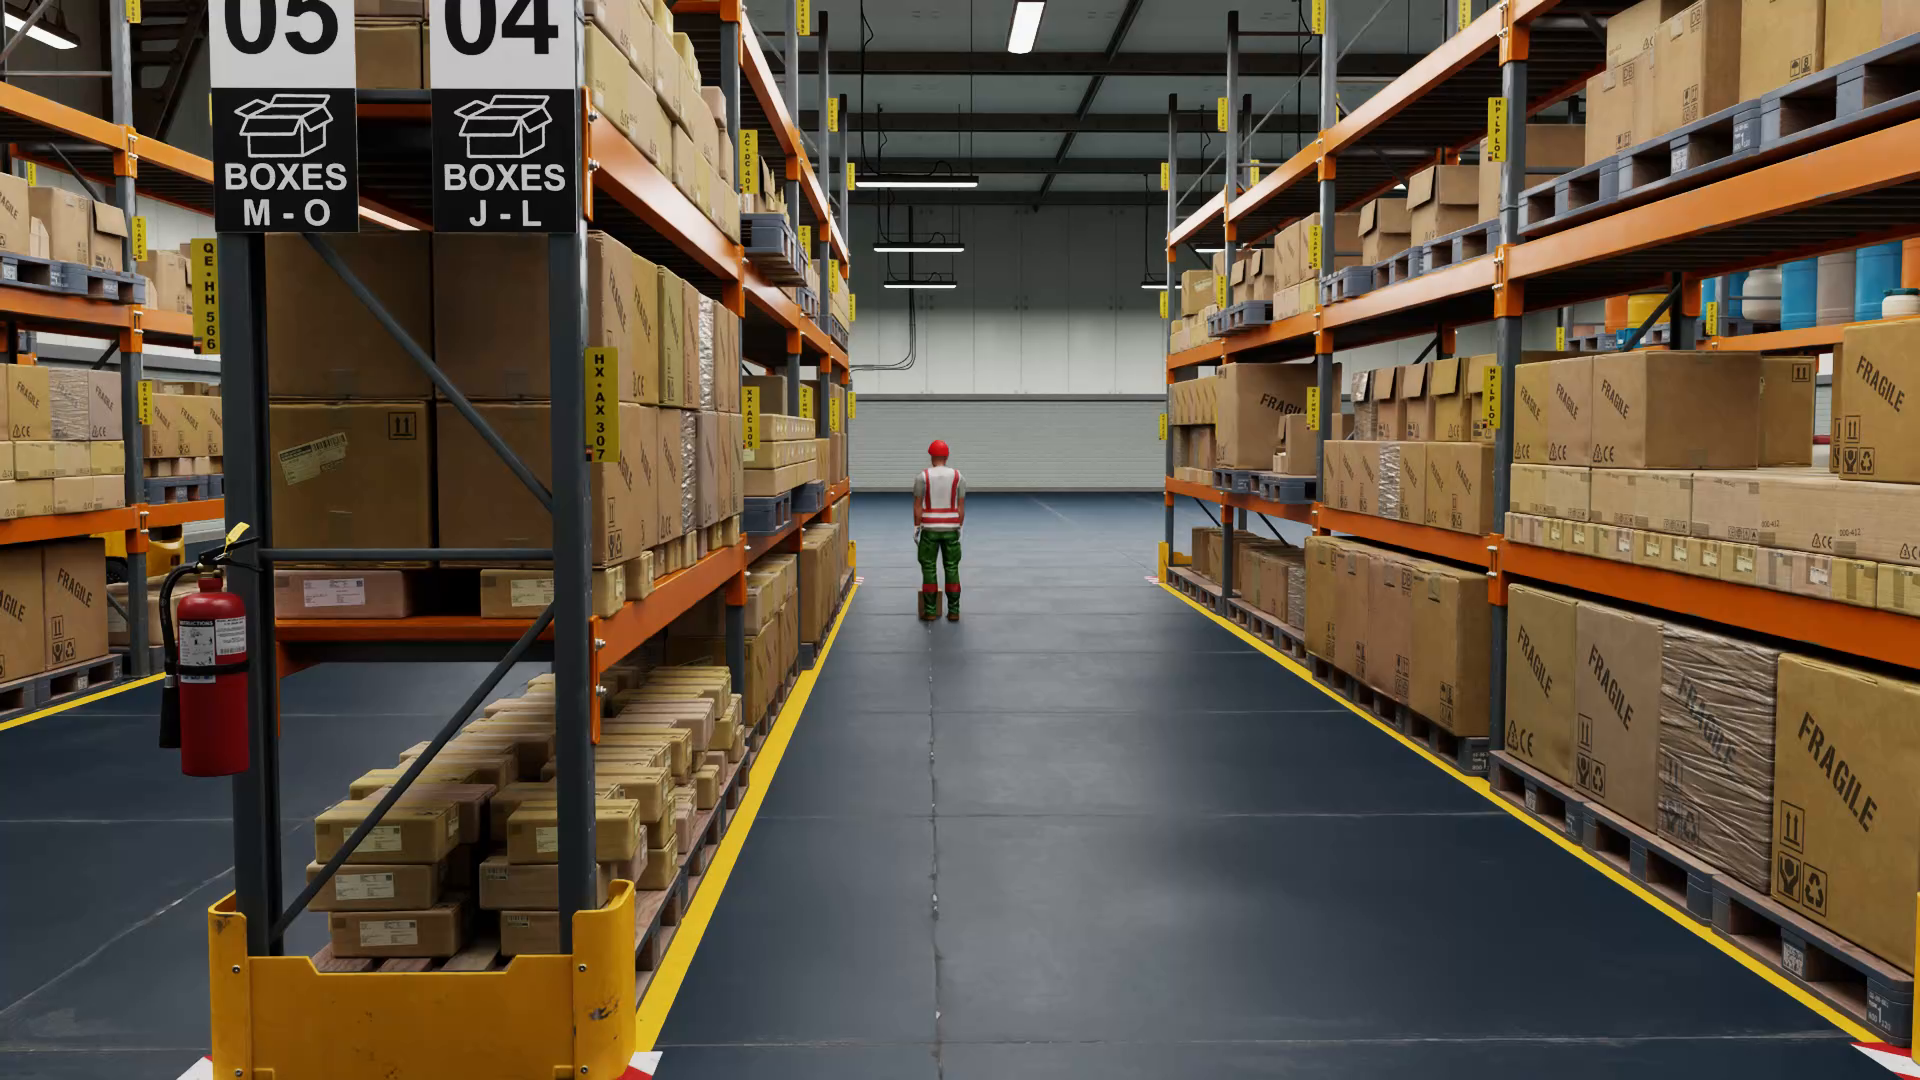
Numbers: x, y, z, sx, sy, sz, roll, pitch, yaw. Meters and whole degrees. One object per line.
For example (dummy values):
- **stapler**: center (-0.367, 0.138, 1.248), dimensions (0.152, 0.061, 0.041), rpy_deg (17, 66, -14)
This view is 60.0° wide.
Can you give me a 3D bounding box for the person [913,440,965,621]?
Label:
- **person**: center (-0.211, -0.099, 16.527), dimensions (0.524, 1.785, 0.335), rpy_deg (-1, 4, -12)
